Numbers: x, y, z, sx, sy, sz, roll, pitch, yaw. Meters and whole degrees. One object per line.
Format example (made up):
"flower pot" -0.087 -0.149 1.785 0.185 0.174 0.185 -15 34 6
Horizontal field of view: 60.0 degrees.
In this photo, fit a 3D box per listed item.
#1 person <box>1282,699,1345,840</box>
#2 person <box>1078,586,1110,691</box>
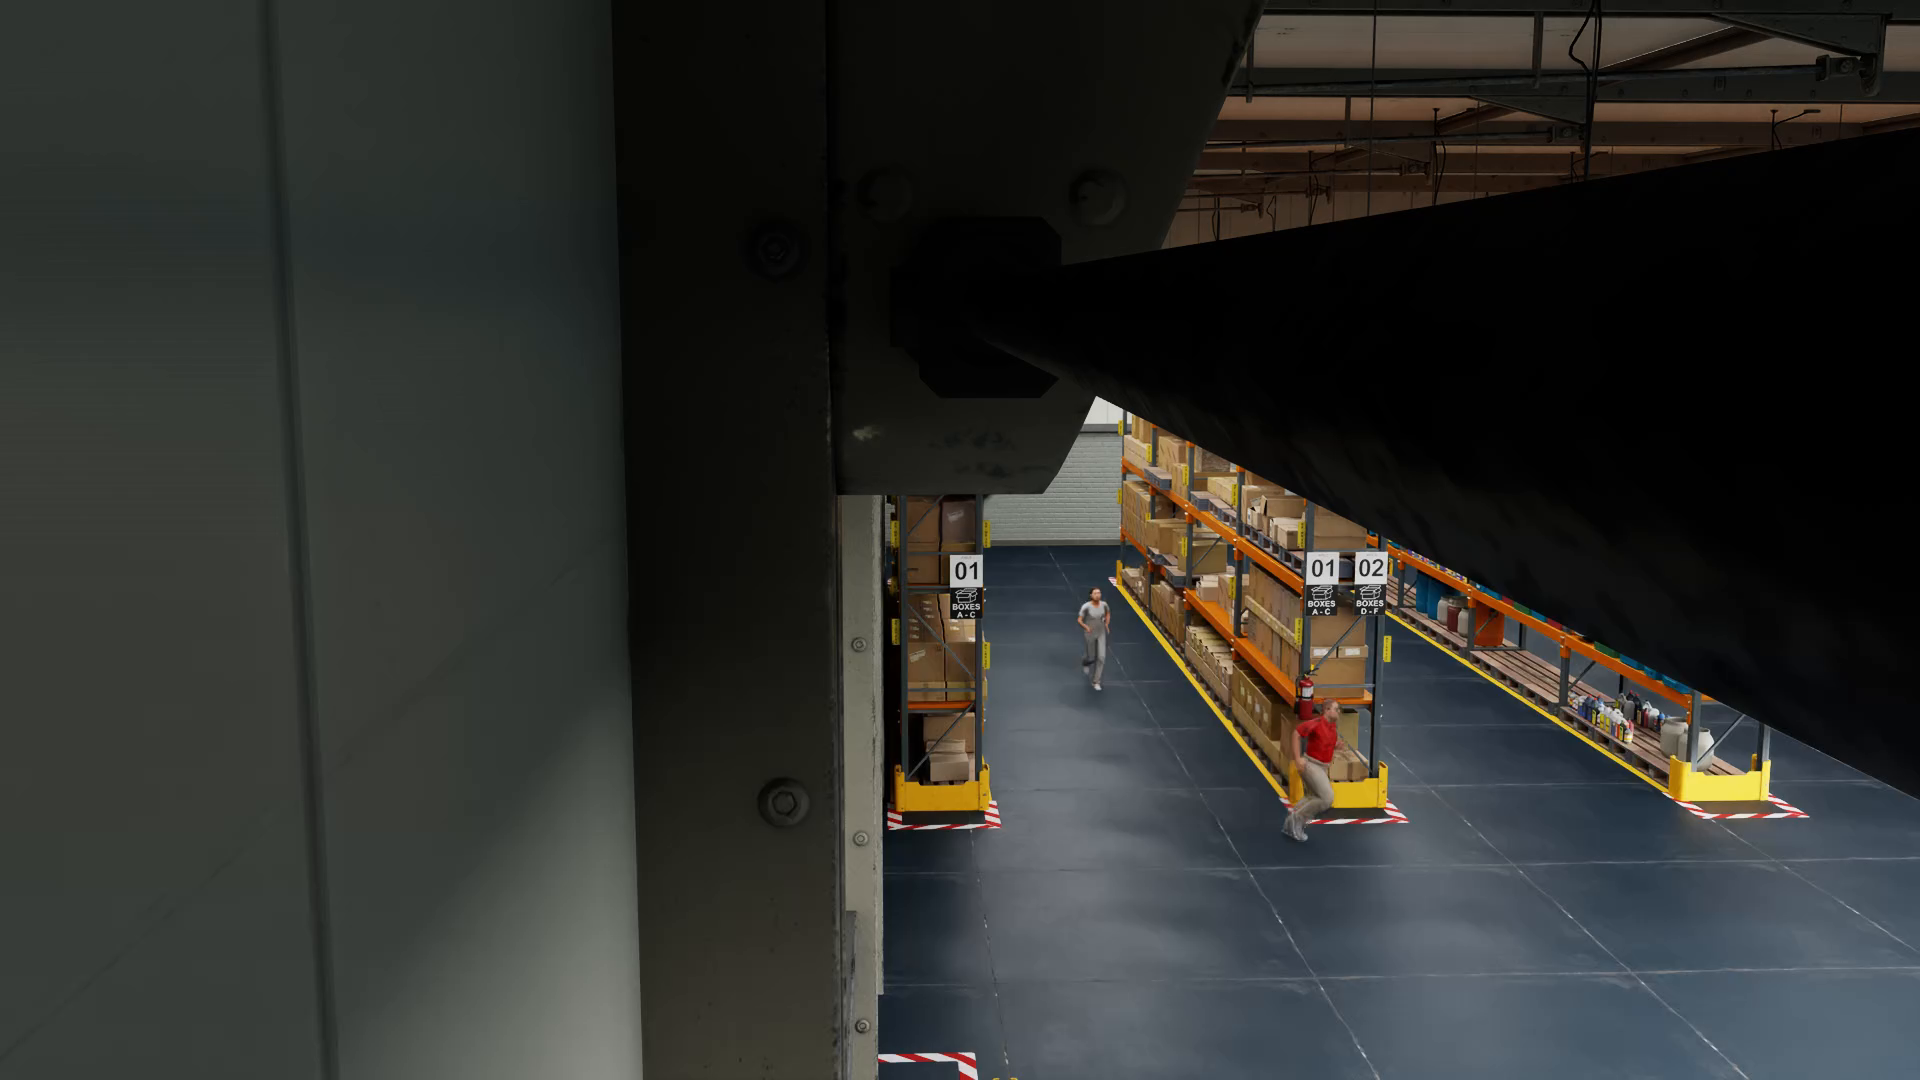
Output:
"person" 4.151 2.659 19.396 0.686 1.651 0.625 4 9 27
"person" 2.185 1.569 27.023 0.576 1.659 0.797 -2 9 -12
